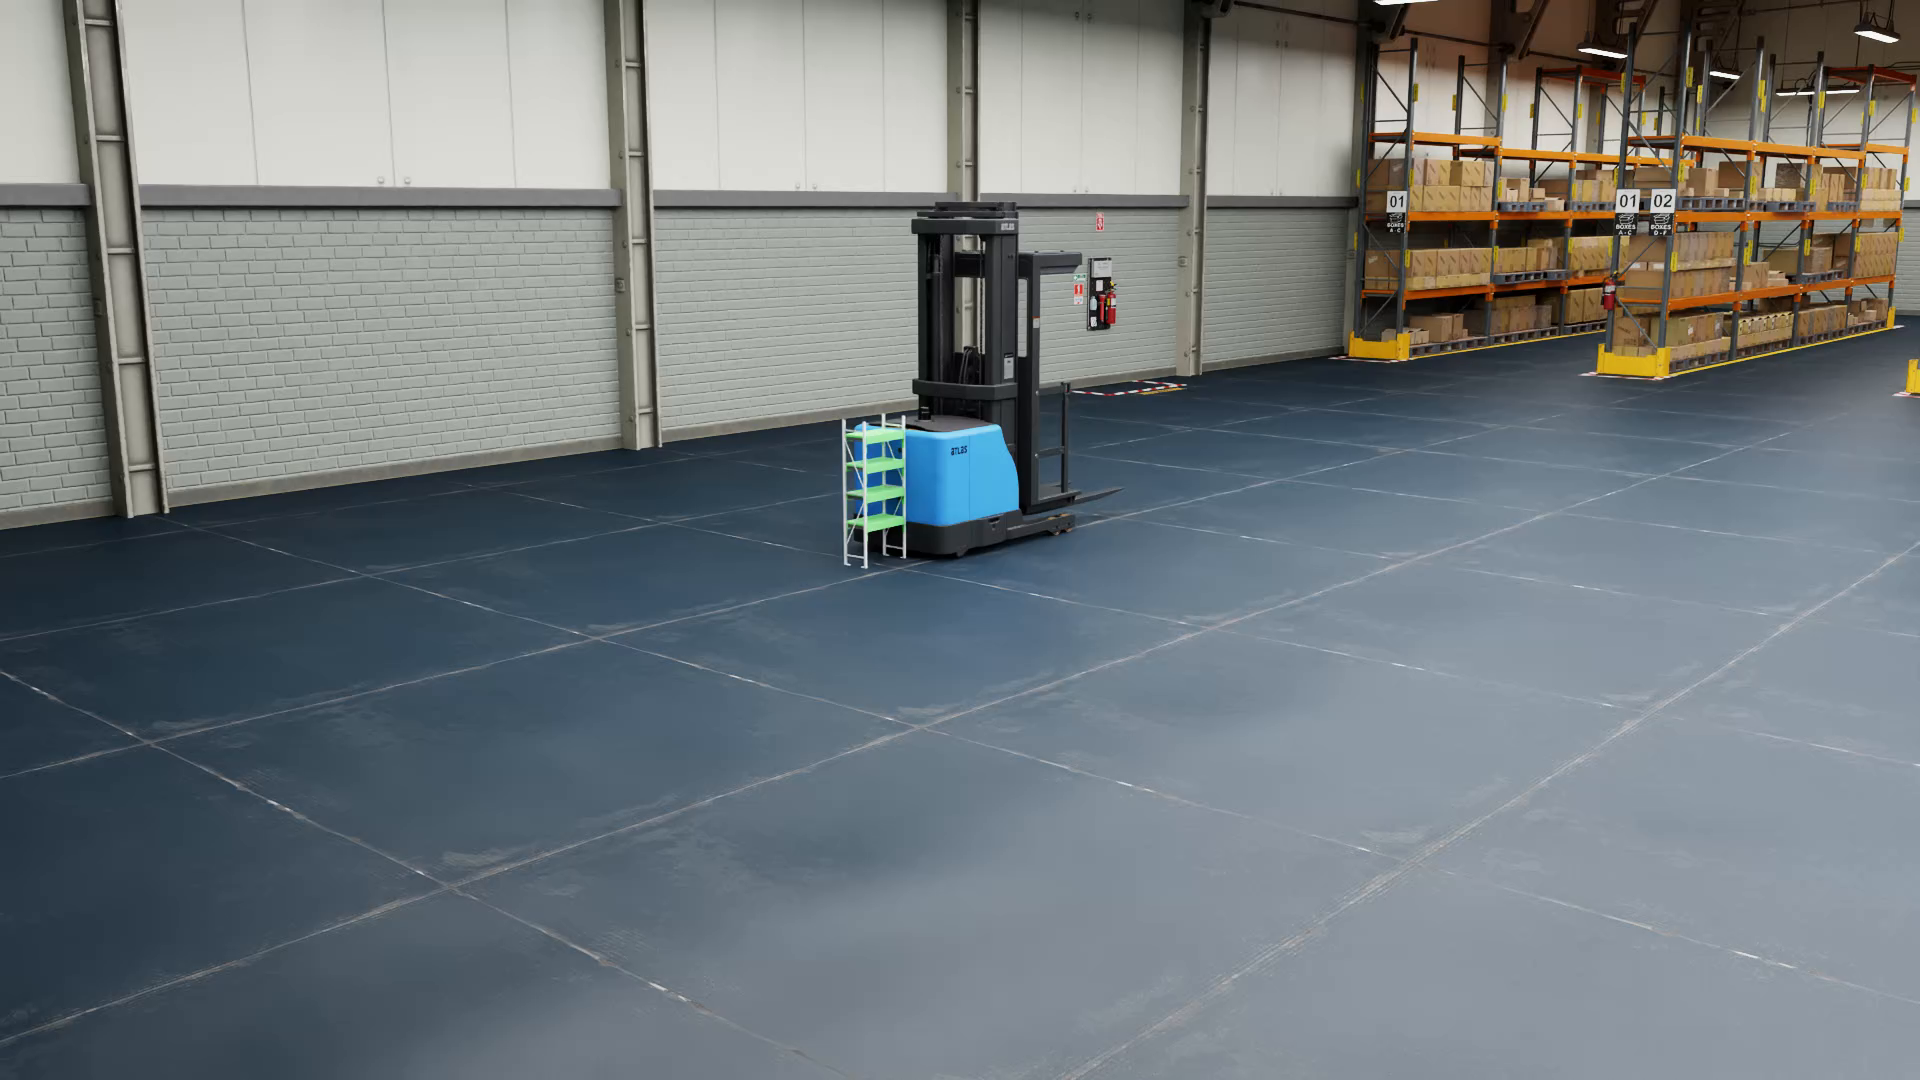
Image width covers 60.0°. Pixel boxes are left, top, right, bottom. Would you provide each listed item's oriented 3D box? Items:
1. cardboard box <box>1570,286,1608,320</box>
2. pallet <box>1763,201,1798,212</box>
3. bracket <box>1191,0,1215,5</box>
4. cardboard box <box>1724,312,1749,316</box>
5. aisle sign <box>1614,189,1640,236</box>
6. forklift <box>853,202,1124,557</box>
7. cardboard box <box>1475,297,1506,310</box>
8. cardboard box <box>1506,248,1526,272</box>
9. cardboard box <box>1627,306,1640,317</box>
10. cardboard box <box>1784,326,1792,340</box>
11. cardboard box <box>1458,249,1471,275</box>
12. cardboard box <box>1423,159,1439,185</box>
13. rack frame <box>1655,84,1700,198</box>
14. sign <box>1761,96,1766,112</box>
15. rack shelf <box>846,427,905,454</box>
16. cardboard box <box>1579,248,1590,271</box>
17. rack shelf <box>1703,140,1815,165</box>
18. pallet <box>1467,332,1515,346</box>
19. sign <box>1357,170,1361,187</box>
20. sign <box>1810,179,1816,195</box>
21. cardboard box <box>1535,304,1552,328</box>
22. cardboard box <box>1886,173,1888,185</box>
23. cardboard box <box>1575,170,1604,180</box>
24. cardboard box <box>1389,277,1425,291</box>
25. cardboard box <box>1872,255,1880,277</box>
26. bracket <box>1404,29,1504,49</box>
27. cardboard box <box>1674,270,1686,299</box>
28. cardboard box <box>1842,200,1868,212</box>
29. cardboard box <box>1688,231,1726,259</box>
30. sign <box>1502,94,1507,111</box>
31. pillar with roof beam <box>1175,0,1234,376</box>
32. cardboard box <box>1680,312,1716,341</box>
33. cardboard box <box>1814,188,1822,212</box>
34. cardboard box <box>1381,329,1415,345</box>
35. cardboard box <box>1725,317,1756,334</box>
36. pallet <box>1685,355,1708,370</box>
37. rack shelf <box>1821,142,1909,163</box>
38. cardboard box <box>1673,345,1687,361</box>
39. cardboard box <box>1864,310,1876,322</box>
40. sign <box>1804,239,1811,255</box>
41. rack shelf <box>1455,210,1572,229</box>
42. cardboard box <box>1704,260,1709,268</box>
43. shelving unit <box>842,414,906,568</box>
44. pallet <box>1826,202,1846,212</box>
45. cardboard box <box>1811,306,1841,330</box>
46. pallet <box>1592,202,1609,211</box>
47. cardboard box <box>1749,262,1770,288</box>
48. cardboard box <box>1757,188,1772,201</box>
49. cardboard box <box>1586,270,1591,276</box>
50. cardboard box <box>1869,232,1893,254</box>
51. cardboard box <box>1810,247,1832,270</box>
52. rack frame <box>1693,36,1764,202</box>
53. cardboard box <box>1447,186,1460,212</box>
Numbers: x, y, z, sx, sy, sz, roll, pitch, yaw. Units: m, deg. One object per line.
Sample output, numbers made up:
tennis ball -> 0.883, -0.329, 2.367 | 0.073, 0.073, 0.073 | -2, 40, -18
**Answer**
cardboard box -> 15.169, -5.716, 40.089 | 0.750, 0.750, 0.750 | 10, 15, 42
pallet -> 16.051, -6.682, 33.331 | 1.003, 0.211, 1.213 | 11, 16, 43
bracket -> 4.008, -8.975, 27.480 | 0.235, 0.232, 0.430 | 10, 15, 40
cardboard box -> 15.923, -4.520, 34.200 | 0.500, 0.311, 0.500 | 9, 15, 39
aisle sign -> 11.623, -5.706, 28.983 | 0.394, 0.787, 0.004 | 10, 15, 40
forklift -> 0.392, -1.534, 14.908 | 1.130, 2.935, 3.031 | 9, 14, 38
cardboard box -> 11.565, -5.165, 36.255 | 0.500, 0.250, 0.500 | 9, 15, 39
cardboard box -> 11.951, -6.149, 36.459 | 0.500, 0.500, 0.700 | -10, 15, -40
cardboard box -> 16.655, -5.885, 41.828 | 0.700, 0.500, 0.500 | 10, 15, 41
cardboard box -> 17.004, -4.328, 34.672 | 0.500, 0.250, 0.500 | 10, 15, 42
cardboard box -> 10.058, -5.679, 33.902 | 0.500, 0.500, 0.500 | 9, 15, 39
cardboard box -> 8.969, -7.155, 32.360 | 0.500, 0.500, 0.500 | 10, 15, 40
rack frame -> 18.725, -10.339, 43.499 | 1.000, 3.000, 0.127 | 10, 15, 40
sign -> 16.754, -9.087, 34.647 | 0.100, 0.325, 0.005 | 10, 15, 40
rack shelf -> -0.703, -0.817, 13.616 | 0.258, 0.148, 0.480 | 9, 14, 38
cardboard box -> 14.310, -6.539, 38.724 | 0.500, 0.500, 0.500 | 10, 15, 42
rack shelf -> 15.848, -7.679, 33.038 | 1.077, 0.370, 4.000 | 10, 15, 40
pallet -> 11.317, -4.379, 36.094 | 1.003, 0.211, 1.213 | 10, 15, 40
sign -> 7.760, -7.023, 32.294 | 0.100, 0.325, 0.005 | 10, 15, 40
sign -> 17.579, -7.270, 34.272 | 0.100, 0.325, 0.005 | 10, 15, 40
cardboard box -> 13.008, -5.097, 37.831 | 0.700, 0.500, 0.500 | 10, 15, 41
cardboard box -> 21.728, -8.627, 39.778 | 0.700, 0.500, 0.500 | 10, 15, 40
cardboard box -> 15.052, -8.716, 39.740 | 0.500, 0.250, 0.500 | 9, 15, 39
cardboard box -> 8.724, -5.010, 32.467 | 0.500, 0.250, 0.500 | 9, 15, 39
cardboard box -> 21.352, -6.481, 39.247 | 0.500, 0.500, 0.500 | 9, 15, 40
bracket -> 10.217, -10.359, 34.409 | 0.076, 0.066, 4.783 | 10, 15, 40
cardboard box -> 12.548, -4.597, 29.812 | 0.700, 0.500, 0.500 | 10, 15, 42
cardboard box -> 20.315, -7.605, 37.855 | 0.500, 0.250, 0.500 | 10, 15, 40
cardboard box -> 13.907, -5.536, 31.202 | 0.700, 0.500, 0.500 | 10, 15, 40
sign -> 11.199, -8.997, 34.195 | 0.100, 0.325, 0.005 | 10, 15, 40
pillar with roof beam -> 7.249, -6.760, 25.582 | 9.100, 9.000, 0.548 | 10, 15, 40
cardboard box -> 13.719, -3.974, 30.983 | 0.500, 0.500, 0.500 | 10, 15, 40
cardboard box -> 17.767, -7.243, 35.405 | 0.910, 0.500, 0.500 | 10, 15, 40
cardboard box -> 8.688, -4.030, 32.972 | 0.500, 0.311, 0.500 | 8, 14, 34
cardboard box -> 15.322, -4.225, 32.725 | 0.500, 0.311, 0.500 | 10, 15, 40
pallet -> 13.166, -3.332, 30.854 | 1.003, 0.211, 1.213 | 10, 15, 40
rack shelf -> 21.128, -9.050, 38.892 | 1.077, 0.370, 4.000 | 10, 15, 40
cardboard box -> 12.735, -3.385, 29.946 | 0.500, 0.250, 0.500 | 10, 15, 40
cardboard box -> 21.625, -5.376, 39.868 | 0.500, 0.250, 0.500 | 10, 15, 40
sign -> 17.587, -6.076, 34.519 | 0.100, 0.325, 0.005 | 10, 15, 40
rack shelf -> 12.124, -7.044, 36.497 | 1.077, 0.370, 4.000 | 10, 15, 40
cardboard box -> 13.496, -5.065, 30.499 | 0.380, 0.149, 0.250 | 10, 15, 42
shelving unit -> -0.703, -0.409, 13.697 | 0.258, 1.200, 0.503 | 9, 14, 38
pallet -> 18.643, -7.307, 36.459 | 1.213, 0.211, 1.003 | 10, 15, 40
cardboard box -> 19.365, -4.977, 37.230 | 0.500, 0.500, 0.500 | 10, 15, 41
pallet -> 14.565, -7.865, 39.252 | 1.003, 0.211, 1.213 | 11, 16, 43
cardboard box -> 16.072, -5.380, 33.733 | 0.500, 0.500, 0.500 | 9, 14, 37
cardboard box -> 15.836, -6.868, 33.091 | 0.500, 0.250, 0.500 | 8, 14, 36
cardboard box -> 14.664, -6.318, 39.274 | 0.380, 0.149, 0.250 | 10, 15, 41
cardboard box -> 22.029, -7.121, 39.896 | 0.500, 0.500, 0.500 | 10, 15, 42
cardboard box -> 19.328, -6.382, 37.681 | 0.700, 0.500, 0.500 | 4, 12, 21
rack frame -> 14.527, -7.933, 31.455 | 1.000, 3.000, 0.127 | 10, 15, 40
cardboard box -> 9.631, -6.822, 33.245 | 0.500, 0.500, 0.500 | 11, 16, 44
